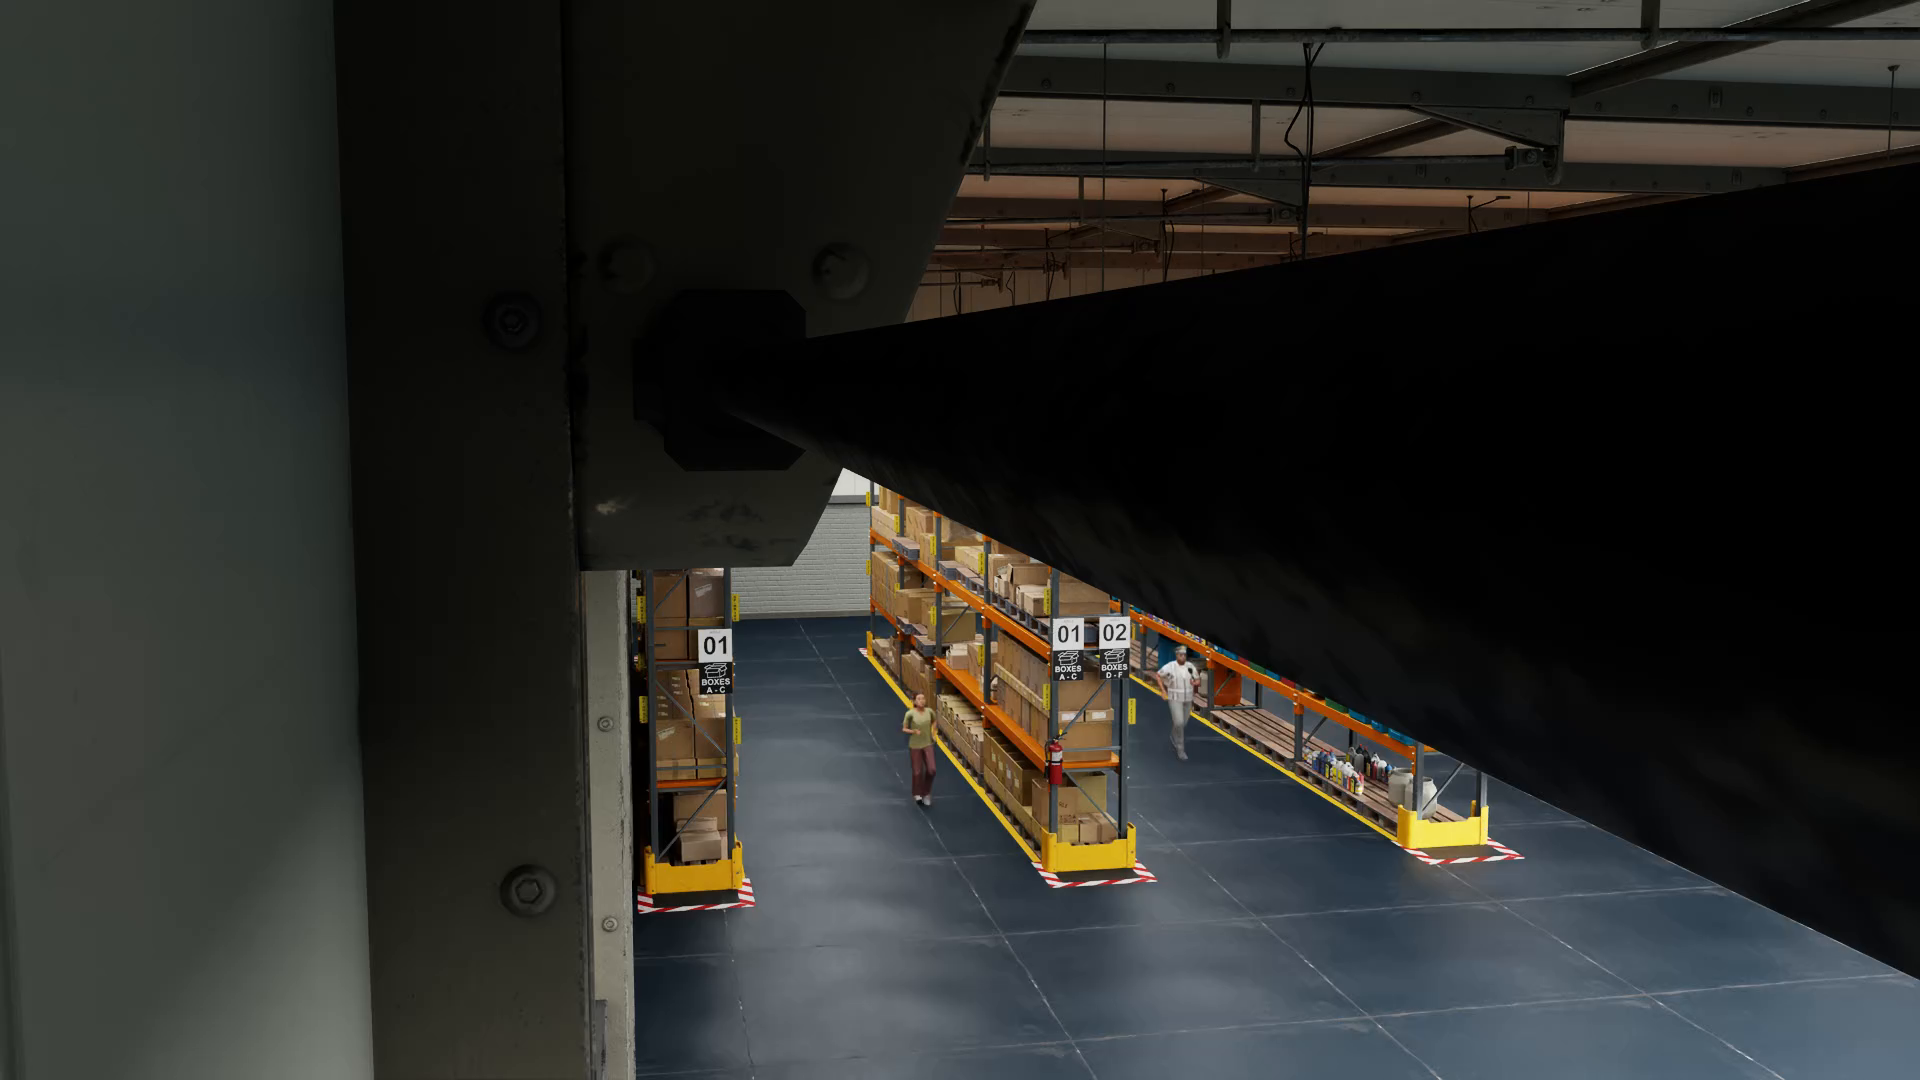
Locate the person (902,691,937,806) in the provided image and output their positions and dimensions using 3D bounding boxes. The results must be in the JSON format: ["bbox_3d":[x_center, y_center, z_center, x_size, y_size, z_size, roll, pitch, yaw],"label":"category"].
[{"bbox_3d":[-0.550,3.007,23.972,0.561,1.678,0.620,-1,6,-14],"label":"person"}]

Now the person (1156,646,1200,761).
[{"bbox_3d":[3.587,2.611,27.099,0.646,1.822,0.888,-2,6,-20],"label":"person"}]
